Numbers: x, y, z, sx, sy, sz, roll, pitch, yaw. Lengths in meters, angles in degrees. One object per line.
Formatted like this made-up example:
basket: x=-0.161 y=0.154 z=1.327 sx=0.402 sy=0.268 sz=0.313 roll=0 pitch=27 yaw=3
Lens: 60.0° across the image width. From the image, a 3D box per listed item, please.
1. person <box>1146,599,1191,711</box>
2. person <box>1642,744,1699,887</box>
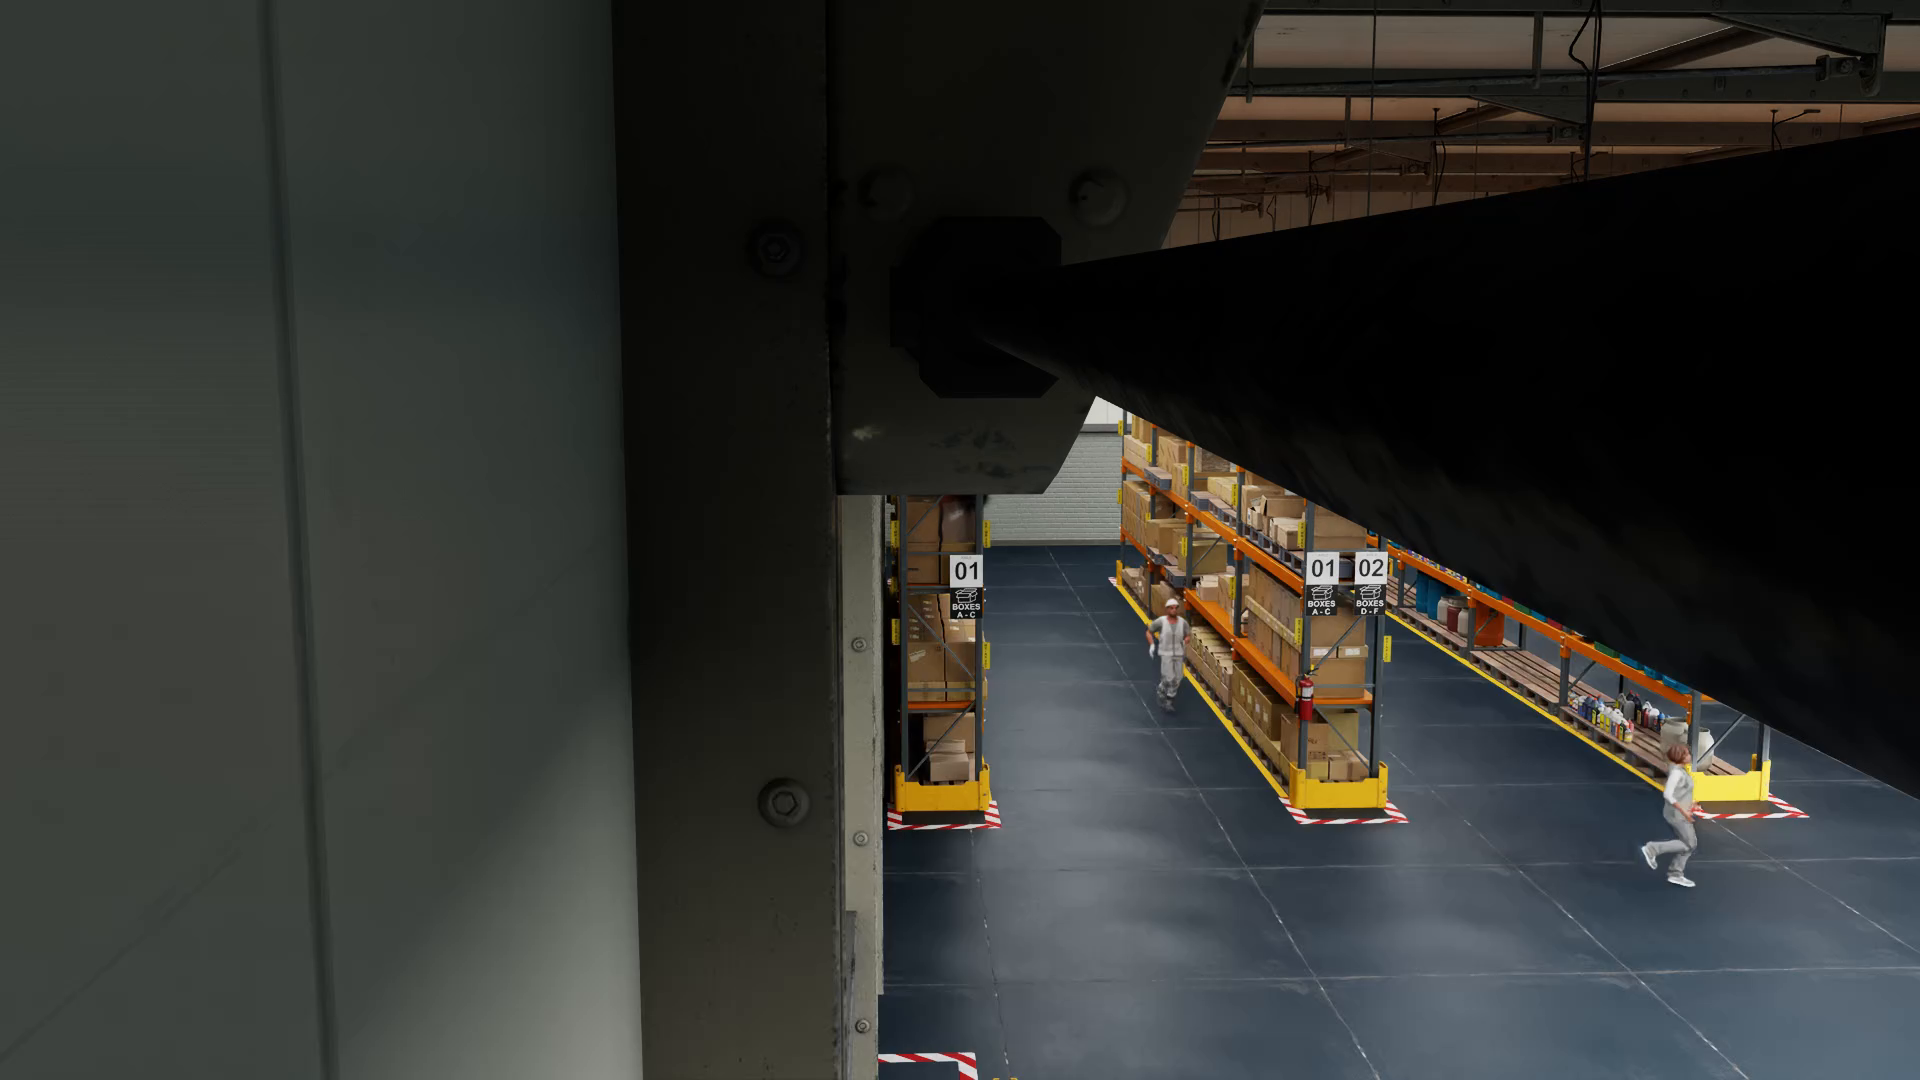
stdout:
person: x=3.200 y=1.759 z=25.126 sx=0.643 sy=1.743 sz=0.615 roll=-2 pitch=9 yaw=-12
person: x=7.674 y=2.951 z=17.929 sx=0.552 sy=1.557 sz=0.547 roll=4 pitch=9 yaw=24
